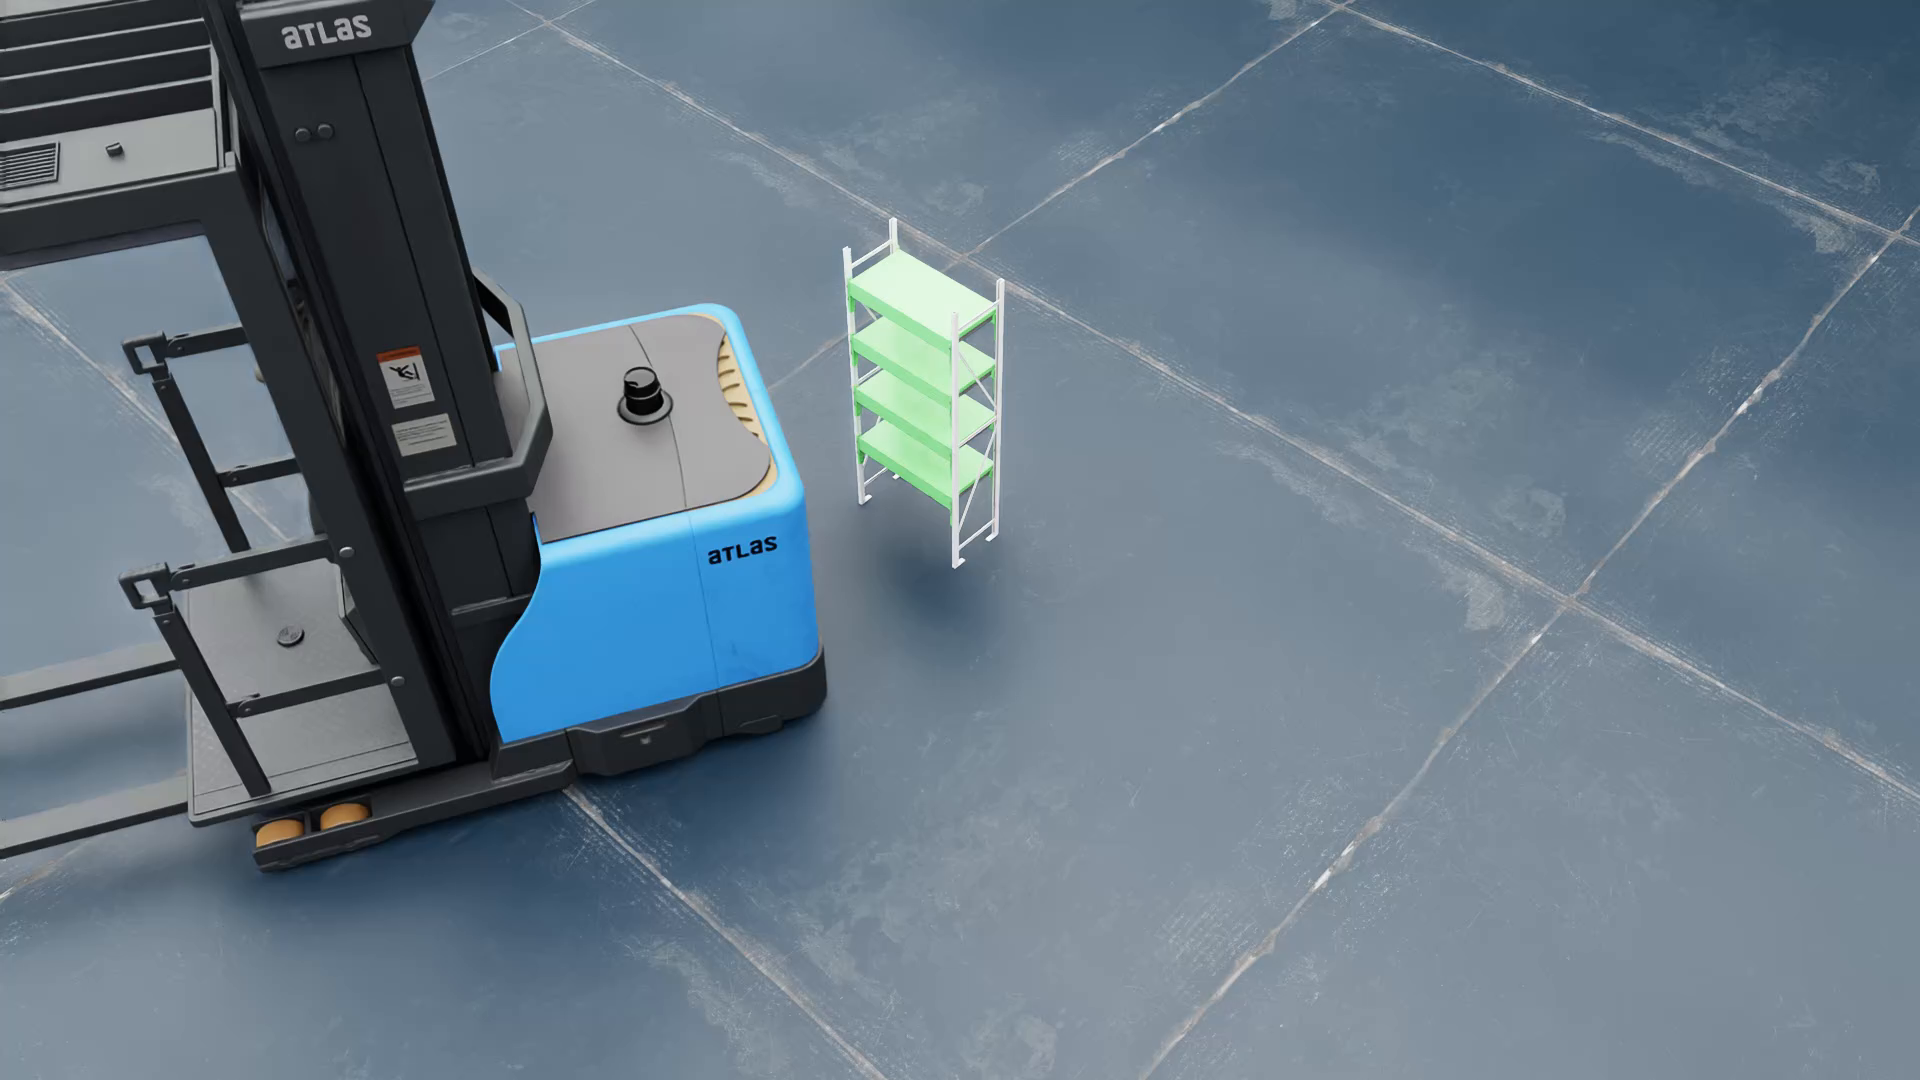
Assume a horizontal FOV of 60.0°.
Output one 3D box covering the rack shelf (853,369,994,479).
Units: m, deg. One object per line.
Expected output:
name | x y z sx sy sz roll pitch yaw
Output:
rack shelf | -0.122 -0.449 5.936 0.480 0.148 0.258 34 55 28

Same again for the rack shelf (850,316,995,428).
rack shelf | -0.122 -0.613 5.761 0.480 0.148 0.258 34 55 28

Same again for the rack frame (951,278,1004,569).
rack frame | 0.058 -0.372 5.776 0.015 1.200 0.240 34 55 28

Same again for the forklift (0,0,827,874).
forklift | -2.027 -0.398 4.613 3.031 2.935 1.130 -14 48 -13

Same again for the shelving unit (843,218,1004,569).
shelving unit | -0.122 -0.493 5.889 0.503 1.200 0.258 34 55 28

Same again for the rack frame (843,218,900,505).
rack frame | -0.301 -0.613 6.003 0.015 1.200 0.240 34 55 28

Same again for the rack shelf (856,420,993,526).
rack shelf | -0.122 -0.285 6.111 0.480 0.148 0.258 34 55 28

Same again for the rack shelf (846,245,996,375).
rack shelf | -0.122 -0.777 5.586 0.480 0.148 0.258 34 55 28
